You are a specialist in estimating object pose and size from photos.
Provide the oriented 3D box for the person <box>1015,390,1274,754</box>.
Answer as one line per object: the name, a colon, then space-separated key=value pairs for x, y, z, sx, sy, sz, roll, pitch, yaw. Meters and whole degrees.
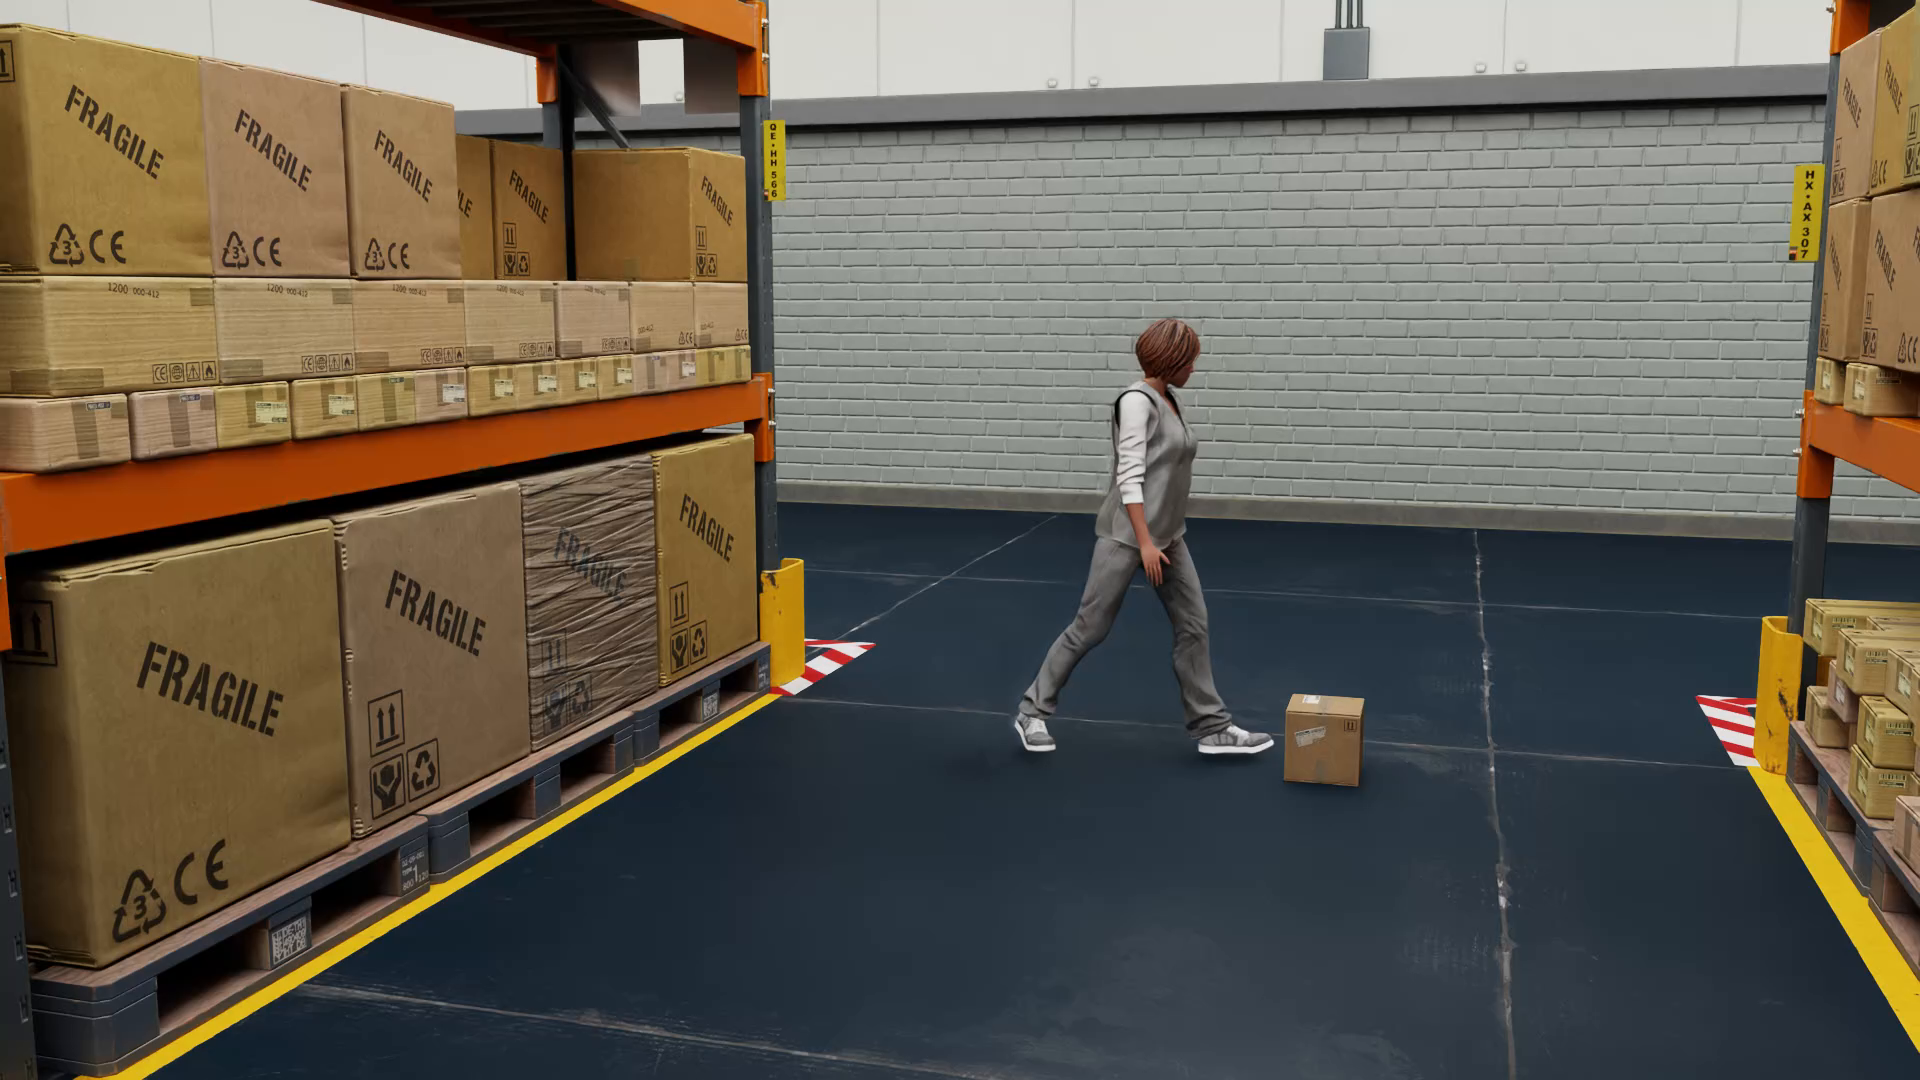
person: x=0.631 y=0.118 z=5.882 sx=0.848 sy=1.313 sz=0.555 roll=6 pitch=10 yaw=33
